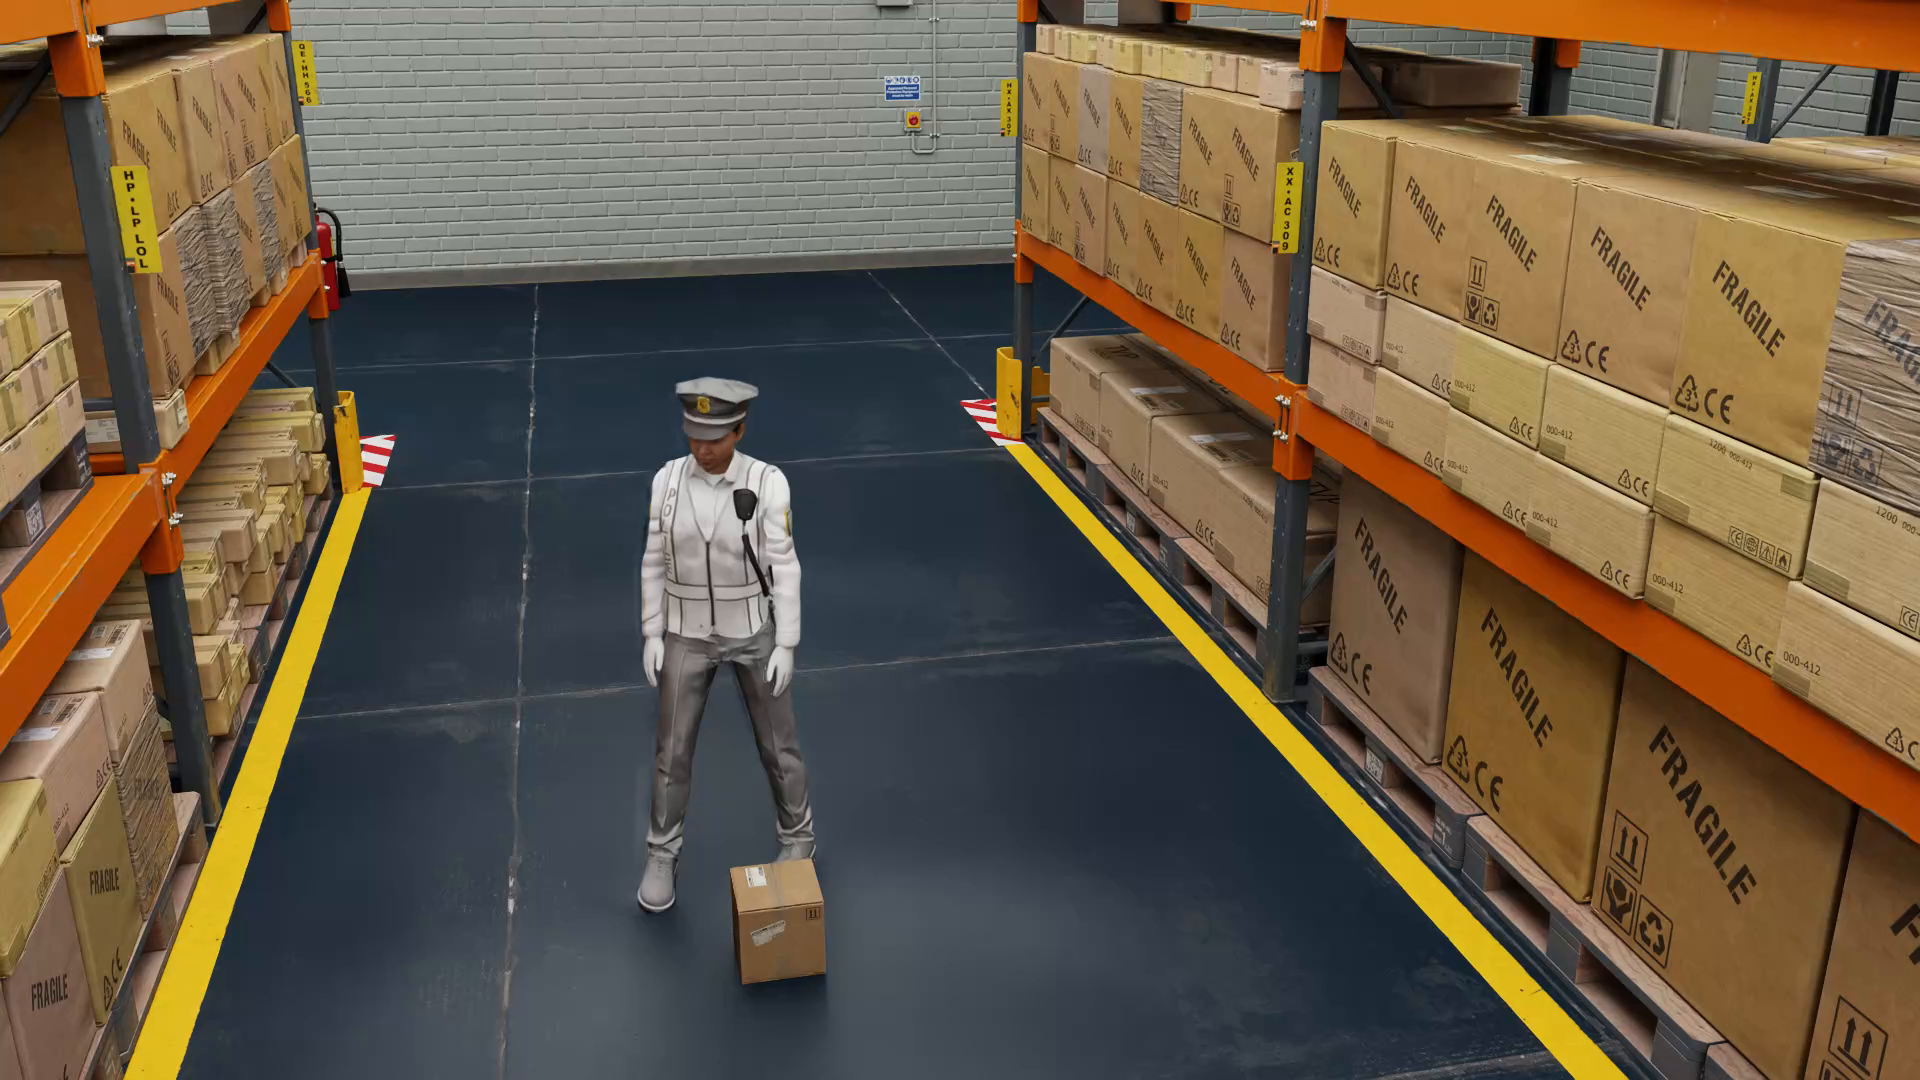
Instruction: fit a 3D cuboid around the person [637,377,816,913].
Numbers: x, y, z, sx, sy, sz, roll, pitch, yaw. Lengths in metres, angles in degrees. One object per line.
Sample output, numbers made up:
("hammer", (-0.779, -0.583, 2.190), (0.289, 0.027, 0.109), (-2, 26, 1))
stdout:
("person", (-0.756, 0.329, 5.138), (0.538, 1.674, 0.413), (1, 20, 3))
